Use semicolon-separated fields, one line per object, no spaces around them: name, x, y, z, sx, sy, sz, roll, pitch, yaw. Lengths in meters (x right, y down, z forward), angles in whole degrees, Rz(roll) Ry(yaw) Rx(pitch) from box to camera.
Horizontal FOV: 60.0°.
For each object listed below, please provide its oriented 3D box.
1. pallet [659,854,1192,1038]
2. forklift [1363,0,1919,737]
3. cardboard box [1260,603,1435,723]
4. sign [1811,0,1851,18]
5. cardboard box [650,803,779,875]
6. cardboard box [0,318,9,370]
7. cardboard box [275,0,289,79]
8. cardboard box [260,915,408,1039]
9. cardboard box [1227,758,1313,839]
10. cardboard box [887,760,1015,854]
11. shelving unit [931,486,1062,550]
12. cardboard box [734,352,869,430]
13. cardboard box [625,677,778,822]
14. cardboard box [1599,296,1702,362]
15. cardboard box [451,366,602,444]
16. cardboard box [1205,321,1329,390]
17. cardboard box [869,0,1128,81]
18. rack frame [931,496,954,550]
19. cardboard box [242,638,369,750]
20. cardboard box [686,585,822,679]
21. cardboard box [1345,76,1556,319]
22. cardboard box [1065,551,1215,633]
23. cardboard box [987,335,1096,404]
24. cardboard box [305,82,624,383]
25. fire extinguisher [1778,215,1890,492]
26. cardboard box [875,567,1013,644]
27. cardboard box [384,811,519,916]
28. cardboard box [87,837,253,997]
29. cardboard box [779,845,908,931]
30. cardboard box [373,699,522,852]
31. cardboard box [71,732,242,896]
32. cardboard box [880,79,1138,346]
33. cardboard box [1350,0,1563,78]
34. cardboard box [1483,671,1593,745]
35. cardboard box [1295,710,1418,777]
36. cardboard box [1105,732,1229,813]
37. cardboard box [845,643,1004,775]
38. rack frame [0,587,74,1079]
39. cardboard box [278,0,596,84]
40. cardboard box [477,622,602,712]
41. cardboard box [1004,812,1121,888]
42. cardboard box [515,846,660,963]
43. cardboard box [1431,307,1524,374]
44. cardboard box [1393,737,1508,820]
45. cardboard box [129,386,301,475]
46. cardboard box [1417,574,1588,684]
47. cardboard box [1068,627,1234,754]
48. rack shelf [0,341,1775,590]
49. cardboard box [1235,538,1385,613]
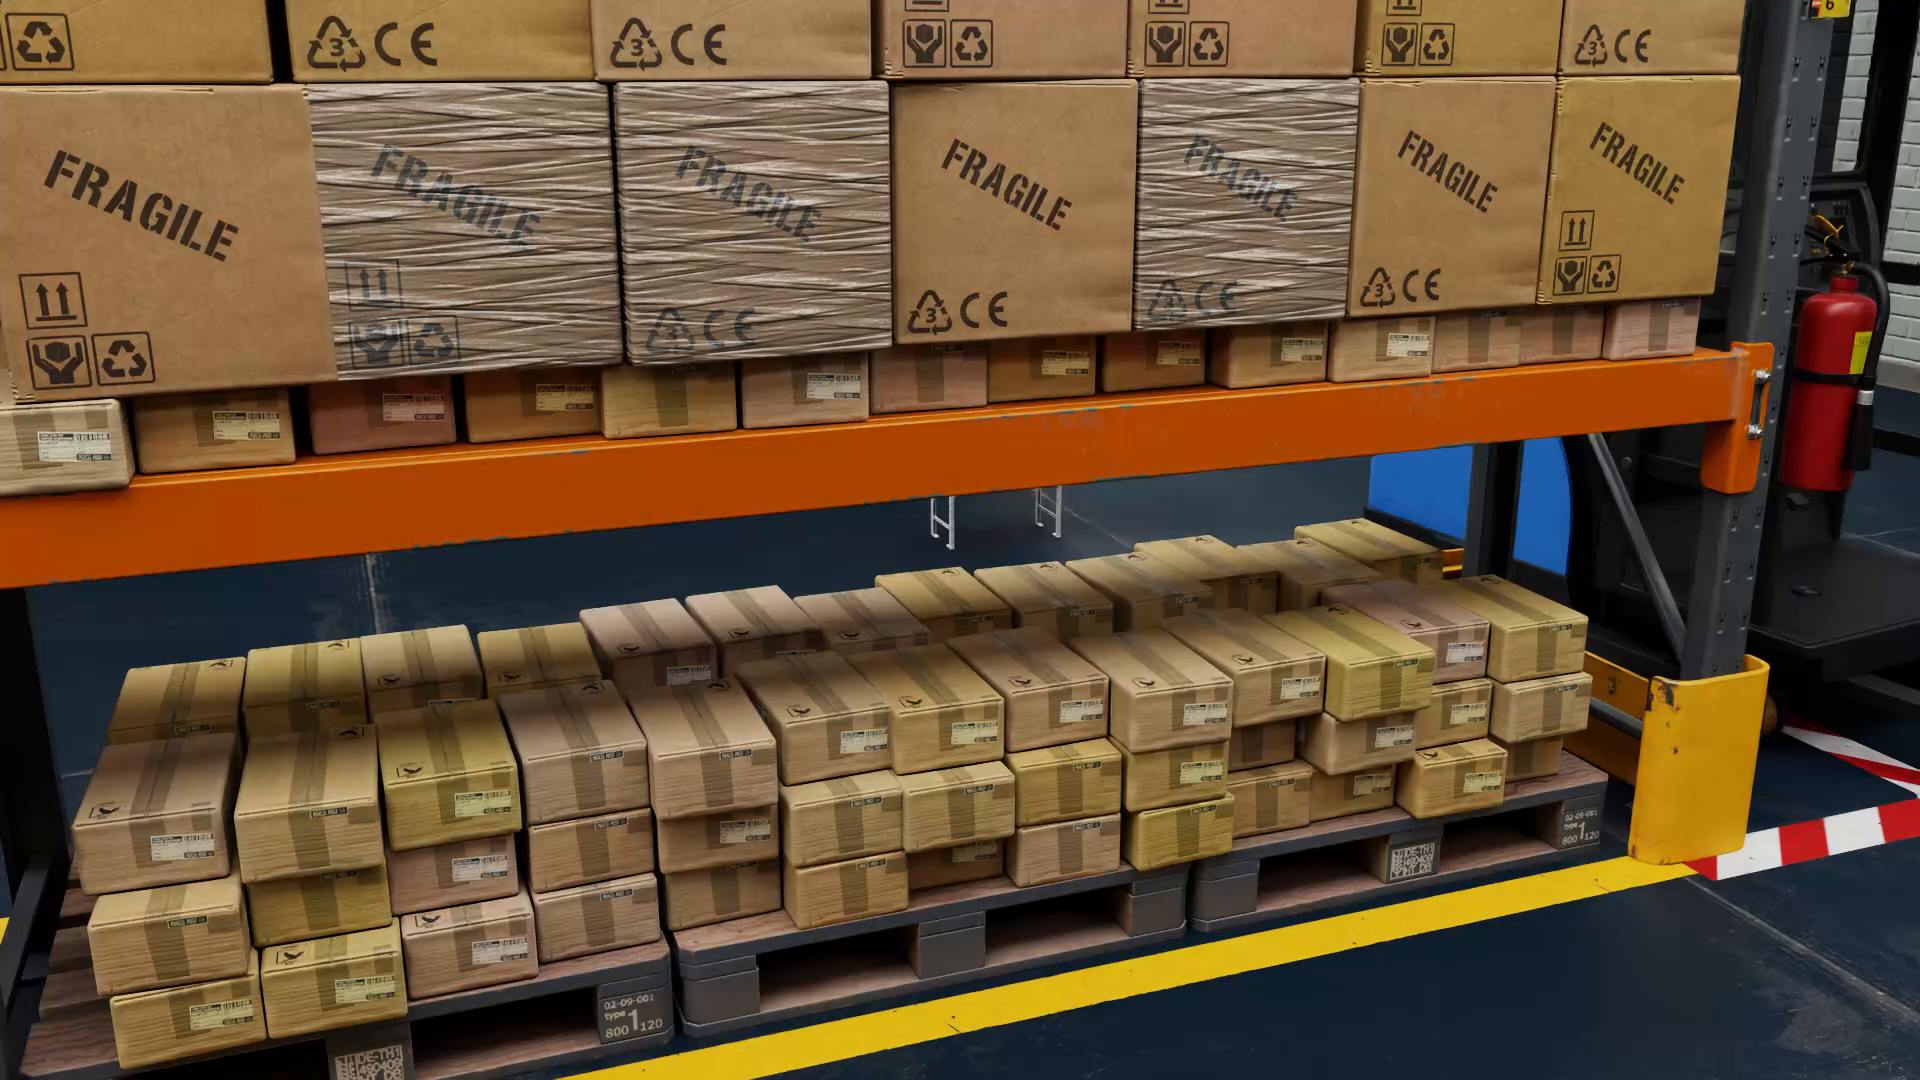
pallet;-0.194;0.762;4.130;1.213;0.211;1.003;-6;17;-20
forklift;2.695;-0.941;5.102;1.130;2.935;3.031;-8;18;-26
cardboard box;0.930;0.292;4.038;0.250;0.149;0.380;-7;18;-21
sign;1.965;-1.338;3.714;0.005;0.325;0.100;-6;17;-20
cardboard box;-0.560;0.565;3.637;0.250;0.149;0.380;-5;17;-18
cardboard box;-4.221;-0.803;7.533;0.875;0.875;1.225;-6;17;-20
cardboard box;-1.608;-1.164;3.259;0.500;0.500;0.500;-7;18;-22
cardboard box;-1.246;0.812;3.323;0.250;0.149;0.380;-6;17;-18
cardboard box;0.661;0.581;4.112;0.250;0.149;0.380;-6;17;-20
cardboard box;-0.062;0.538;3.729;0.250;0.149;0.380;-6;17;-20
shelving unit;0.155;-0.592;6.986;0.503;1.200;0.258;-6;17;-20
cardboard box;-0.356;-0.343;3.387;0.250;0.149;0.380;-5;17;-18
cardboard box;-0.555;0.438;3.540;0.250;0.149;0.380;-6;17;-19
cardboard box;1.582;-0.551;4.096;0.250;0.149;0.380;-6;17;-20
cardboard box;-0.868;-0.309;3.274;0.250;0.149;0.380;-7;18;-23
cardboard box;0.621;-0.456;3.772;0.250;0.149;0.380;-7;18;-23
cardboard box;-0.001;-1.177;3.304;0.500;0.500;0.500;-7;18;-22
rack frame;-0.073;-0.568;6.902;0.015;1.200;0.240;-6;17;-20
cardboard box;-1.486;0.365;3.790;0.250;0.149;0.380;-6;17;-19
cardboard box;-0.519;0.251;4.180;0.250;0.149;0.380;-7;18;-22
cardboard box;0.975;-0.806;3.813;0.500;0.500;0.500;-6;18;-21
cardboard box;0.477;0.164;4.475;0.250;0.149;0.380;-7;18;-23
cardboard box;0.106;-0.413;3.627;0.250;0.149;0.380;-6;17;-19
cardboard box;-0.938;-0.601;3.117;0.500;0.500;0.500;-6;17;-20
fire extinguisher;2.186;-0.466;4.162;0.183;0.674;0.296;-6;17;-20
cardboard box;-0.047;0.204;4.339;0.250;0.149;0.380;-6;17;-19
cardboard box;-1.078;0.613;3.474;0.250;0.149;0.380;-6;17;-20
cardboard box;-1.497;0.696;3.191;0.250;0.149;0.380;-5;17;-18
cardboard box;-0.298;0.697;3.714;0.250;0.149;0.380;-7;18;-22
cardboard box;-1.057;0.475;3.416;0.250;0.149;0.380;-6;18;-21
cardboard box;-1.554;0.525;3.244;0.250;0.149;0.380;-5;17;-18
cardboard box;0.036;-0.704;3.468;0.500;0.500;0.500;-5;17;-17
cardboard box;0.974;-1.286;3.675;0.500;0.500;0.500;-7;18;-22
cardboard box;1.395;0.373;4.289;0.250;0.149;0.380;-7;18;-22
cardboard box;0.910;0.426;4.109;0.250;0.149;0.380;-7;18;-22
cardboard box;0.431;0.482;3.920;0.250;0.149;0.380;-6;17;-19
cardboard box;-0.085;0.375;3.757;0.250;0.149;0.380;-6;17;-20
rack frame;-1.950;-0.375;3.052;0.127;3.000;1.000;-6;17;-20
cardboard box;-0.963;-1.083;2.984;0.500;0.500;0.500;-7;18;-22
cardboard box;-0.986;0.333;3.901;0.250;0.149;0.380;-6;17;-18
cardboard box;0.183;0.645;3.892;0.250;0.149;0.380;-6;17;-19
cardboard box;-0.814;0.735;3.587;0.250;0.149;0.380;-7;18;-21
cardboard box;1.108;-0.506;3.944;0.250;0.149;0.380;-6;18;-21
cardboard box;1.165;0.548;4.221;0.250;0.149;0.380;-6;17;-18
cardboard box;-1.353;-0.243;3.047;0.250;0.149;0.380;-6;17;-18
cardboard box;1.382;0.222;4.275;0.250;0.149;0.380;-6;17;-19
cardboard box;0.435;0.343;3.864;0.250;0.149;0.380;-5;17;-18
rack shelf;-0.082;-0.232;3.840;4.000;0.370;1.077;-6;17;-20
cardboard box;0.960;0.125;4.606;0.250;0.149;0.380;-6;17;-19
